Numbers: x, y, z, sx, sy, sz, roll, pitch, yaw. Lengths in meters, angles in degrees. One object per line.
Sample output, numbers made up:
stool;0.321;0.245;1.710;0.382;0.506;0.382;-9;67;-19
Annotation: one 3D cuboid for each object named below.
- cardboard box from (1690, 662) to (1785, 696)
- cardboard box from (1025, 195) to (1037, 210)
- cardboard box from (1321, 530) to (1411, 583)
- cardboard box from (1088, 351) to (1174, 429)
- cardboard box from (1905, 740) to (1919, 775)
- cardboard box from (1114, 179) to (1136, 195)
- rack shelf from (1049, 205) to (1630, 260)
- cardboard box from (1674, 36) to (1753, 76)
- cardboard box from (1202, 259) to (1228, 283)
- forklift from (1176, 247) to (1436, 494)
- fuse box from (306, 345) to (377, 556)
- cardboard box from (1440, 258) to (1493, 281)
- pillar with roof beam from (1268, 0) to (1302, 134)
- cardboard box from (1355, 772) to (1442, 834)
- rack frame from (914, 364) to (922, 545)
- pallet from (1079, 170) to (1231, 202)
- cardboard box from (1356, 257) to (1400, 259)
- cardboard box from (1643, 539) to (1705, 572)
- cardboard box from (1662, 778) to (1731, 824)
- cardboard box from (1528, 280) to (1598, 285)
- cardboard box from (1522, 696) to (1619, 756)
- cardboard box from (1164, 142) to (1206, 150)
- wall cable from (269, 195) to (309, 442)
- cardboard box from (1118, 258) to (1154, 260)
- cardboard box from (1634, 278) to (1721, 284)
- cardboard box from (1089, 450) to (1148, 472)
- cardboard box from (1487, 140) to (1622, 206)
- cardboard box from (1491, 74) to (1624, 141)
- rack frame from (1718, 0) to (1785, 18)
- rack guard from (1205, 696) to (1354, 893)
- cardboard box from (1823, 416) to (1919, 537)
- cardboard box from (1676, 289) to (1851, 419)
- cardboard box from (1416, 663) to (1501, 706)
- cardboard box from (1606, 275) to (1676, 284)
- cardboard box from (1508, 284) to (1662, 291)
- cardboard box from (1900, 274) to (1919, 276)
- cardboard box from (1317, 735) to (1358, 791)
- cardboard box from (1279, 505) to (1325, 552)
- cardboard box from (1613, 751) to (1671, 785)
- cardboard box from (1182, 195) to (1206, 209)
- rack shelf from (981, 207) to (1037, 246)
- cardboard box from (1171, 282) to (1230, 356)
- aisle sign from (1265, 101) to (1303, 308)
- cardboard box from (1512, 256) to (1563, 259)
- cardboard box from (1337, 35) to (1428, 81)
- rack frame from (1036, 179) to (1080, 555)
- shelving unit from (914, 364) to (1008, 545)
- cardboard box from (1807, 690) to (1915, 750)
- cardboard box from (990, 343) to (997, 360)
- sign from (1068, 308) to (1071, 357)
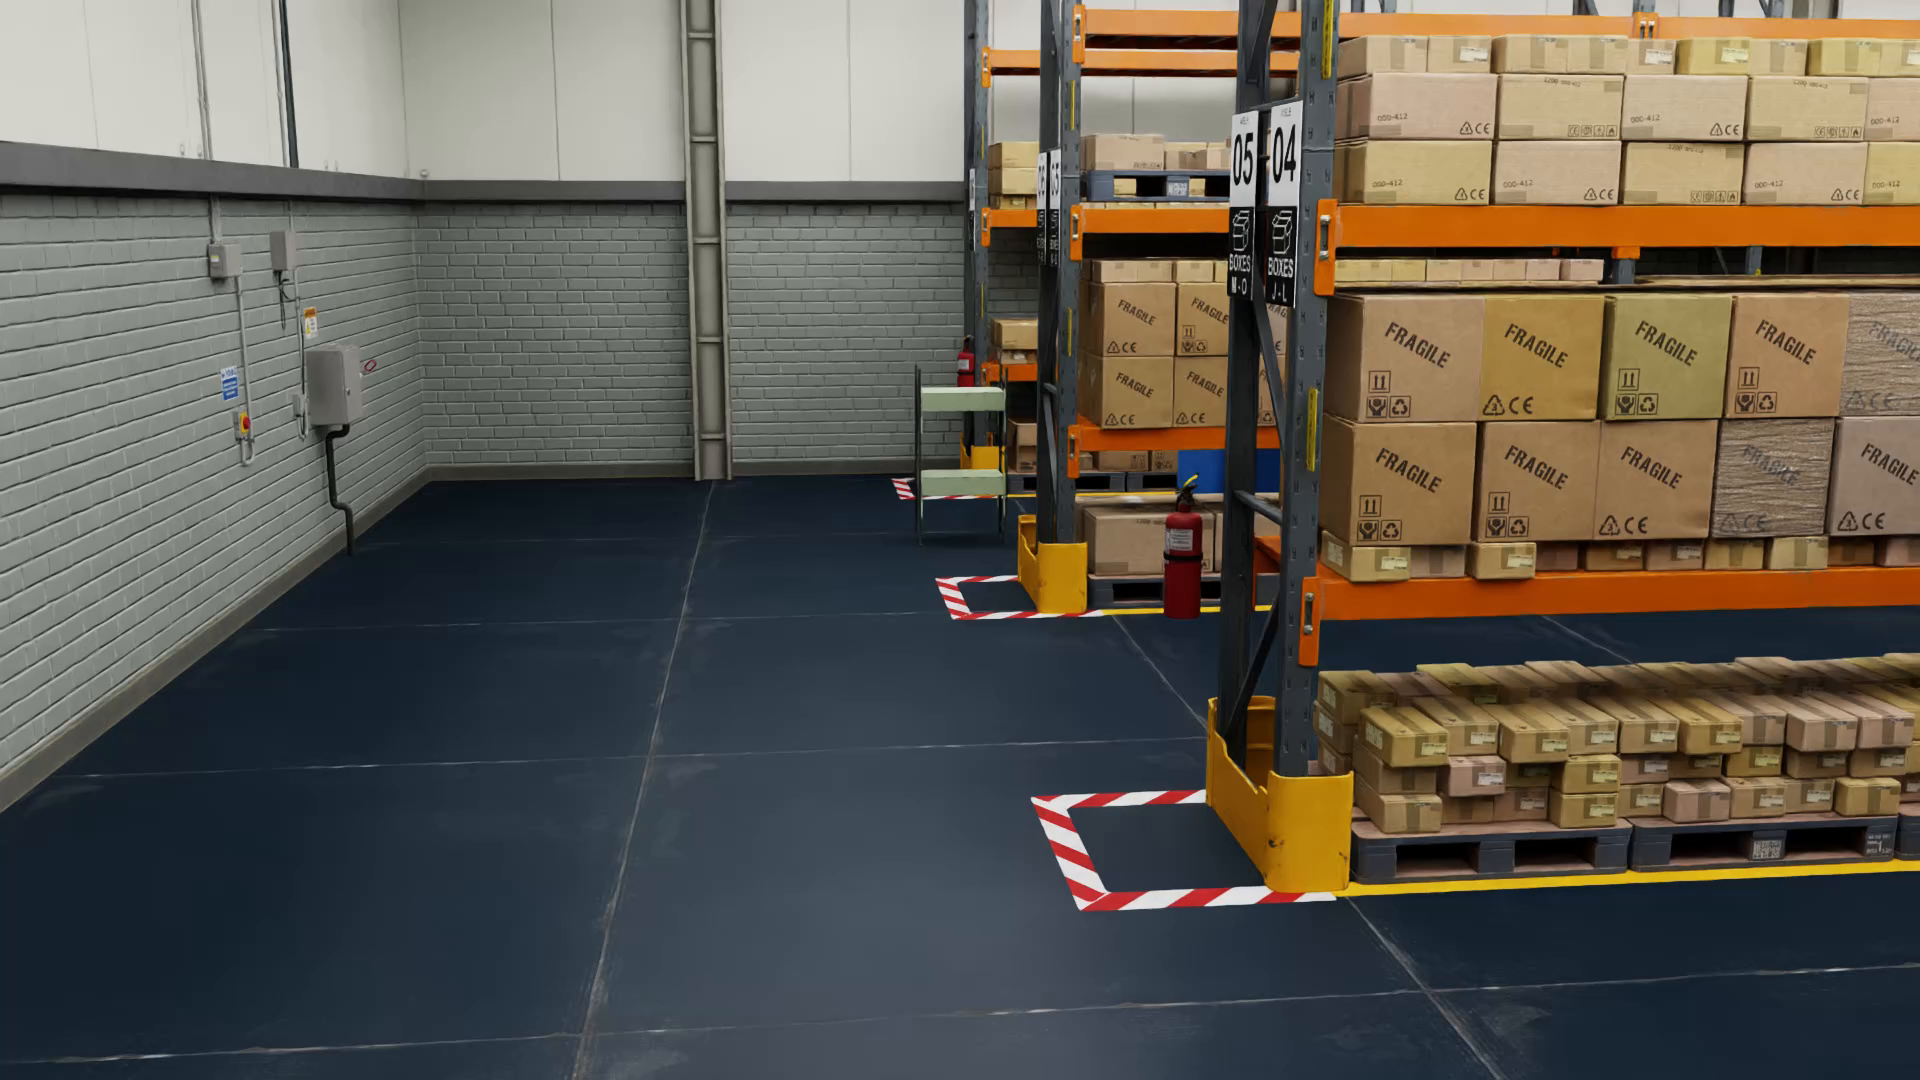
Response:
cardboard box;3.635;0.698;7.802;0.250;0.149;0.380;-2;11;-8
cardboard box;0.755;-3.337;16.443;0.250;0.149;0.380;-1;11;-5
cardboard box;1.687;0.062;6.927;0.250;0.149;0.380;-1;11;-7
cardboard box;1.203;-1.068;11.767;0.500;0.500;0.500;-1;11;-7
cardboard box;4.236;0.917;7.457;0.250;0.149;0.380;-1;11;-6
cardboard box;1.639;-3.540;16.441;0.500;0.250;0.500;-2;11;-8
rack shelf;2.683;-2.225;11.998;4.000;0.370;1.077;-1;11;-6
cardboard box;2.968;-1.931;6.697;0.250;0.149;0.380;-1;11;-4
cardboard box;1.861;-1.888;11.663;0.250;0.149;0.380;-2;11;-8
forklift;3.551;-1.608;14.949;3.031;2.935;1.130;-3;11;-14
fuse box;-4.990;-0.716;13.575;0.414;1.711;0.539;-1;11;-6
cardboard box;3.627;-1.942;11.935;0.250;0.149;0.380;-1;11;-7
pillar with roof beam;3.807;-4.376;13.299;0.400;9.000;9.100;-1;11;-6
cardboard box;1.885;1.126;7.166;0.250;0.149;0.380;-1;11;-5
rack frame;-0.357;-0.728;14.185;0.023;1.500;0.400;-1;11;-6
pallet;1.431;-2.510;11.814;1.213;0.211;1.003;-1;11;-6
cardboard box;3.065;-2.013;12.297;0.250;0.149;0.380;-1;11;-6
cardboard box;2.973;0.021;7.135;0.250;0.149;0.380;-1;11;-7
cardboard box;3.149;1.102;7.288;0.250;0.149;0.380;-2;11;-9
cardboard box;4.232;-1.625;12.005;0.500;0.500;0.500;-1;11;-7
cardboard box;2.650;0.807;7.245;0.250;0.149;0.380;-2;11;-9
cardboard box;2.135;-3.799;16.464;0.500;0.250;0.500;-1;11;-5
wall cable;-5.073;-1.713;12.670;0.122;1.984;0.588;-1;11;-6
cardboard box;1.280;-1.978;12.121;0.250;0.149;0.380;-1;11;-5
cardboard box;5.140;-1.641;12.090;0.500;0.500;0.500;-1;11;-5
cardboard box;1.627;-1.001;17.073;0.500;0.500;0.700;-1;11;-4
cardboard box;2.328;-1.486;6.763;0.500;0.250;0.500;-1;11;-4
cardboard box;2.313;-1.731;6.714;0.500;0.250;0.500;-1;11;-7
rack frame;8.108;-5.127;17.117;0.127;3.000;1.000;-1;11;-6
rack guard;1.405;1.108;7.437;0.348;0.500;1.175;-1;11;-6
cardboard box;3.845;-0.311;7.142;0.500;0.500;0.500;-1;11;-6
cardboard box;3.331;-0.791;6.993;0.500;0.500;0.500;-2;11;-8
cardboard box;2.328;0.700;7.791;0.250;0.149;0.380;-1;11;-7
cardboard box;5.088;-1.745;12.616;0.500;0.500;0.500;-1;11;-4
cardboard box;2.778;-0.883;7.462;0.500;0.500;0.500;-1;11;-3
cardboard box;7.639;-1.795;12.872;0.500;0.500;0.500;-1;11;-6
cardboard box;1.831;1.025;7.682;0.250;0.149;0.380;-1;11;-5
cardboard box;1.623;-0.055;7.523;0.250;0.149;0.380;-1;11;-6
cardboard box;2.911;0.943;7.327;0.250;0.149;0.380;-2;11;-9
cardboard box;2.279;-3.346;16.488;0.250;0.149;0.380;-1;11;-5
rack shelf;2.143;-3.177;16.840;4.000;0.370;1.077;-1;11;-6
cardboard box;1.716;-1.572;11.735;0.500;0.500;0.500;-2;11;-8
aisle sign;1.290;-1.334;6.637;0.004;0.787;0.394;-1;11;-6
cardboard box;4.329;-2.049;12.481;0.250;0.149;0.380;-1;11;-7
cardboard box;1.676;-1.919;6.639;0.250;0.149;0.380;-1;11;-7
rack frame;0.695;-1.064;12.006;0.127;3.000;1.000;-1;11;-6
shelving unit;0.007;-0.736;14.224;0.755;1.500;0.431;-1;11;-6
cardboard box;3.959;0.791;7.328;0.250;0.149;0.380;-2;11;-9
cardboard box;0.455;-1.951;17.169;0.250;0.149;0.380;-1;11;-7
sign;0.749;-1.421;11.373;0.005;0.325;0.100;-1;11;-6
